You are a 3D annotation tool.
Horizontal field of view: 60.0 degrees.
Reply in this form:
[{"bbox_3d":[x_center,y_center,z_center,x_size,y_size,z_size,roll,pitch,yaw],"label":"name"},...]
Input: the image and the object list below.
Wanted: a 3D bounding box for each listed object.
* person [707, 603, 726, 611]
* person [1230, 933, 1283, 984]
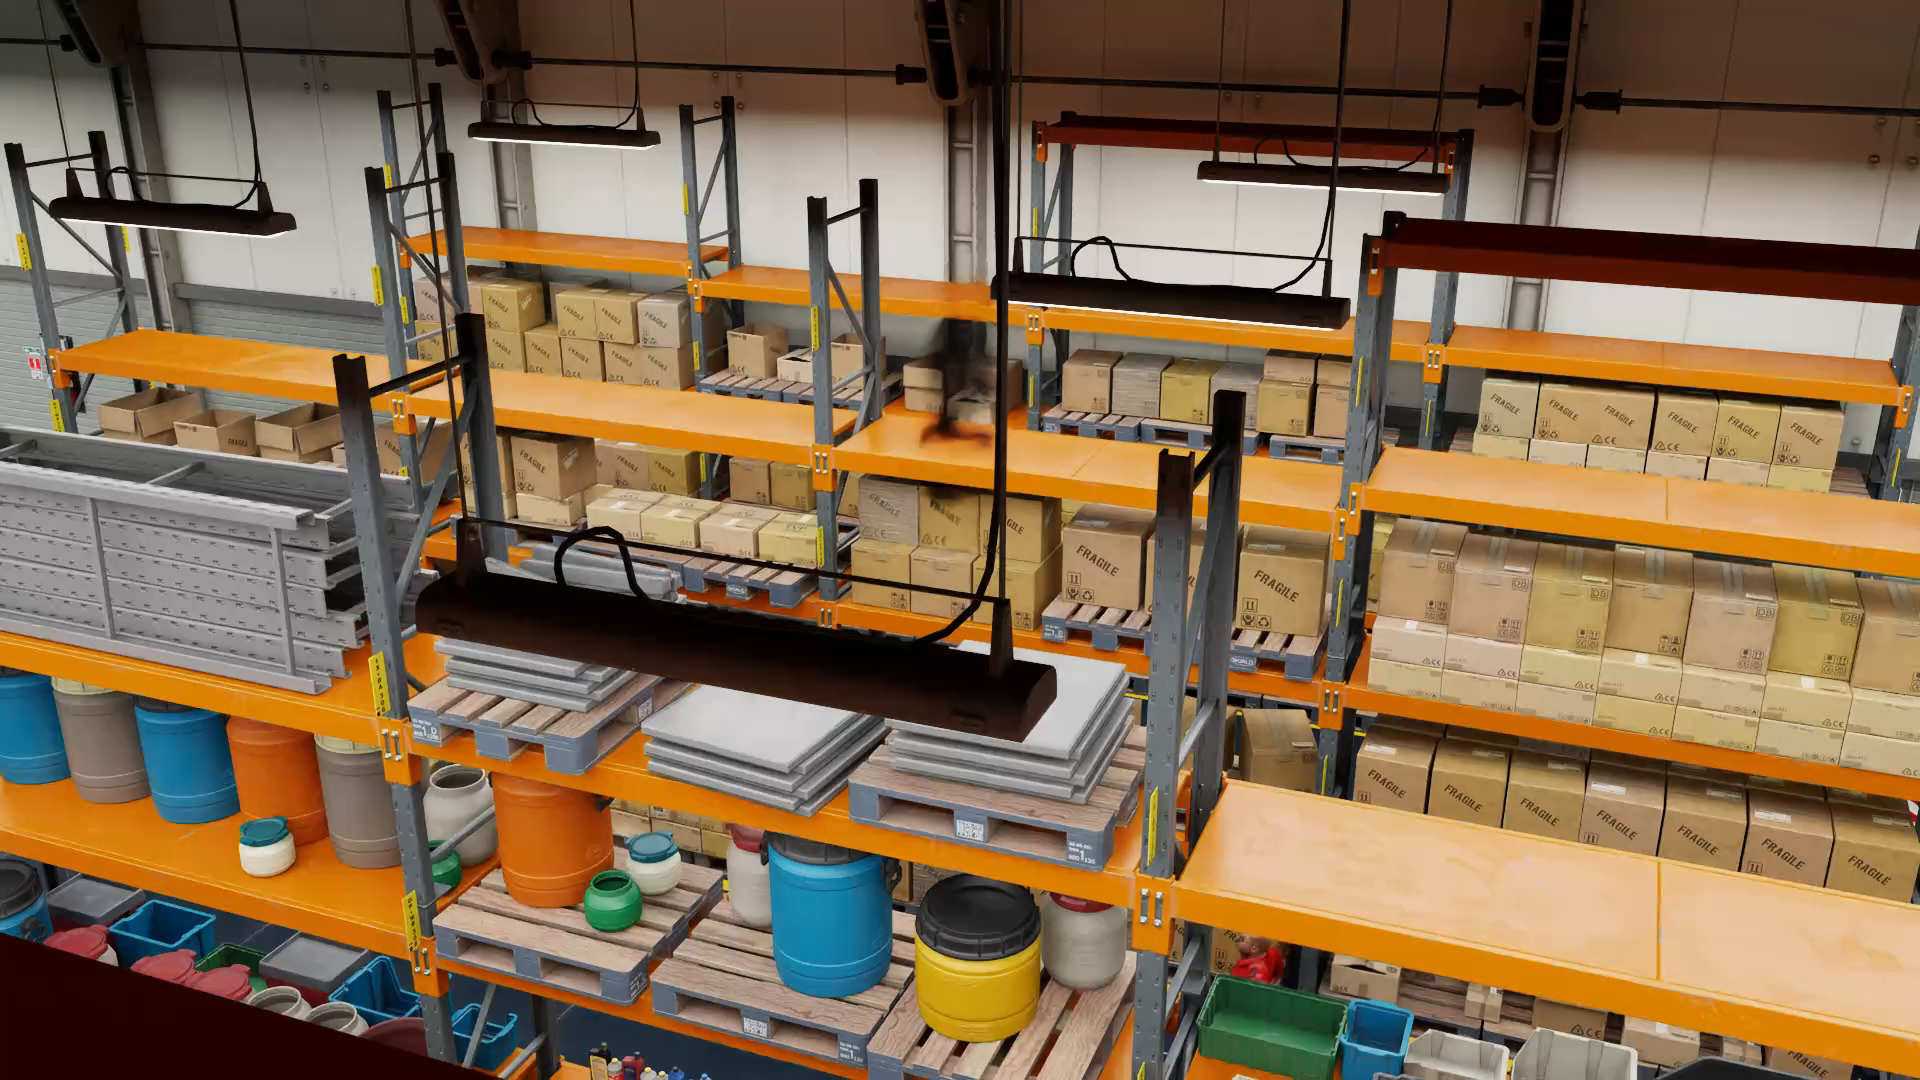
[{"bbox_3d":[-2.303,1.372,16.489,0.817,1.706,0.554,6,22,14],"label":"person"},{"bbox_3d":[1.990,3.342,11.289,0.614,1.689,0.664,7,22,19],"label":"person"}]
